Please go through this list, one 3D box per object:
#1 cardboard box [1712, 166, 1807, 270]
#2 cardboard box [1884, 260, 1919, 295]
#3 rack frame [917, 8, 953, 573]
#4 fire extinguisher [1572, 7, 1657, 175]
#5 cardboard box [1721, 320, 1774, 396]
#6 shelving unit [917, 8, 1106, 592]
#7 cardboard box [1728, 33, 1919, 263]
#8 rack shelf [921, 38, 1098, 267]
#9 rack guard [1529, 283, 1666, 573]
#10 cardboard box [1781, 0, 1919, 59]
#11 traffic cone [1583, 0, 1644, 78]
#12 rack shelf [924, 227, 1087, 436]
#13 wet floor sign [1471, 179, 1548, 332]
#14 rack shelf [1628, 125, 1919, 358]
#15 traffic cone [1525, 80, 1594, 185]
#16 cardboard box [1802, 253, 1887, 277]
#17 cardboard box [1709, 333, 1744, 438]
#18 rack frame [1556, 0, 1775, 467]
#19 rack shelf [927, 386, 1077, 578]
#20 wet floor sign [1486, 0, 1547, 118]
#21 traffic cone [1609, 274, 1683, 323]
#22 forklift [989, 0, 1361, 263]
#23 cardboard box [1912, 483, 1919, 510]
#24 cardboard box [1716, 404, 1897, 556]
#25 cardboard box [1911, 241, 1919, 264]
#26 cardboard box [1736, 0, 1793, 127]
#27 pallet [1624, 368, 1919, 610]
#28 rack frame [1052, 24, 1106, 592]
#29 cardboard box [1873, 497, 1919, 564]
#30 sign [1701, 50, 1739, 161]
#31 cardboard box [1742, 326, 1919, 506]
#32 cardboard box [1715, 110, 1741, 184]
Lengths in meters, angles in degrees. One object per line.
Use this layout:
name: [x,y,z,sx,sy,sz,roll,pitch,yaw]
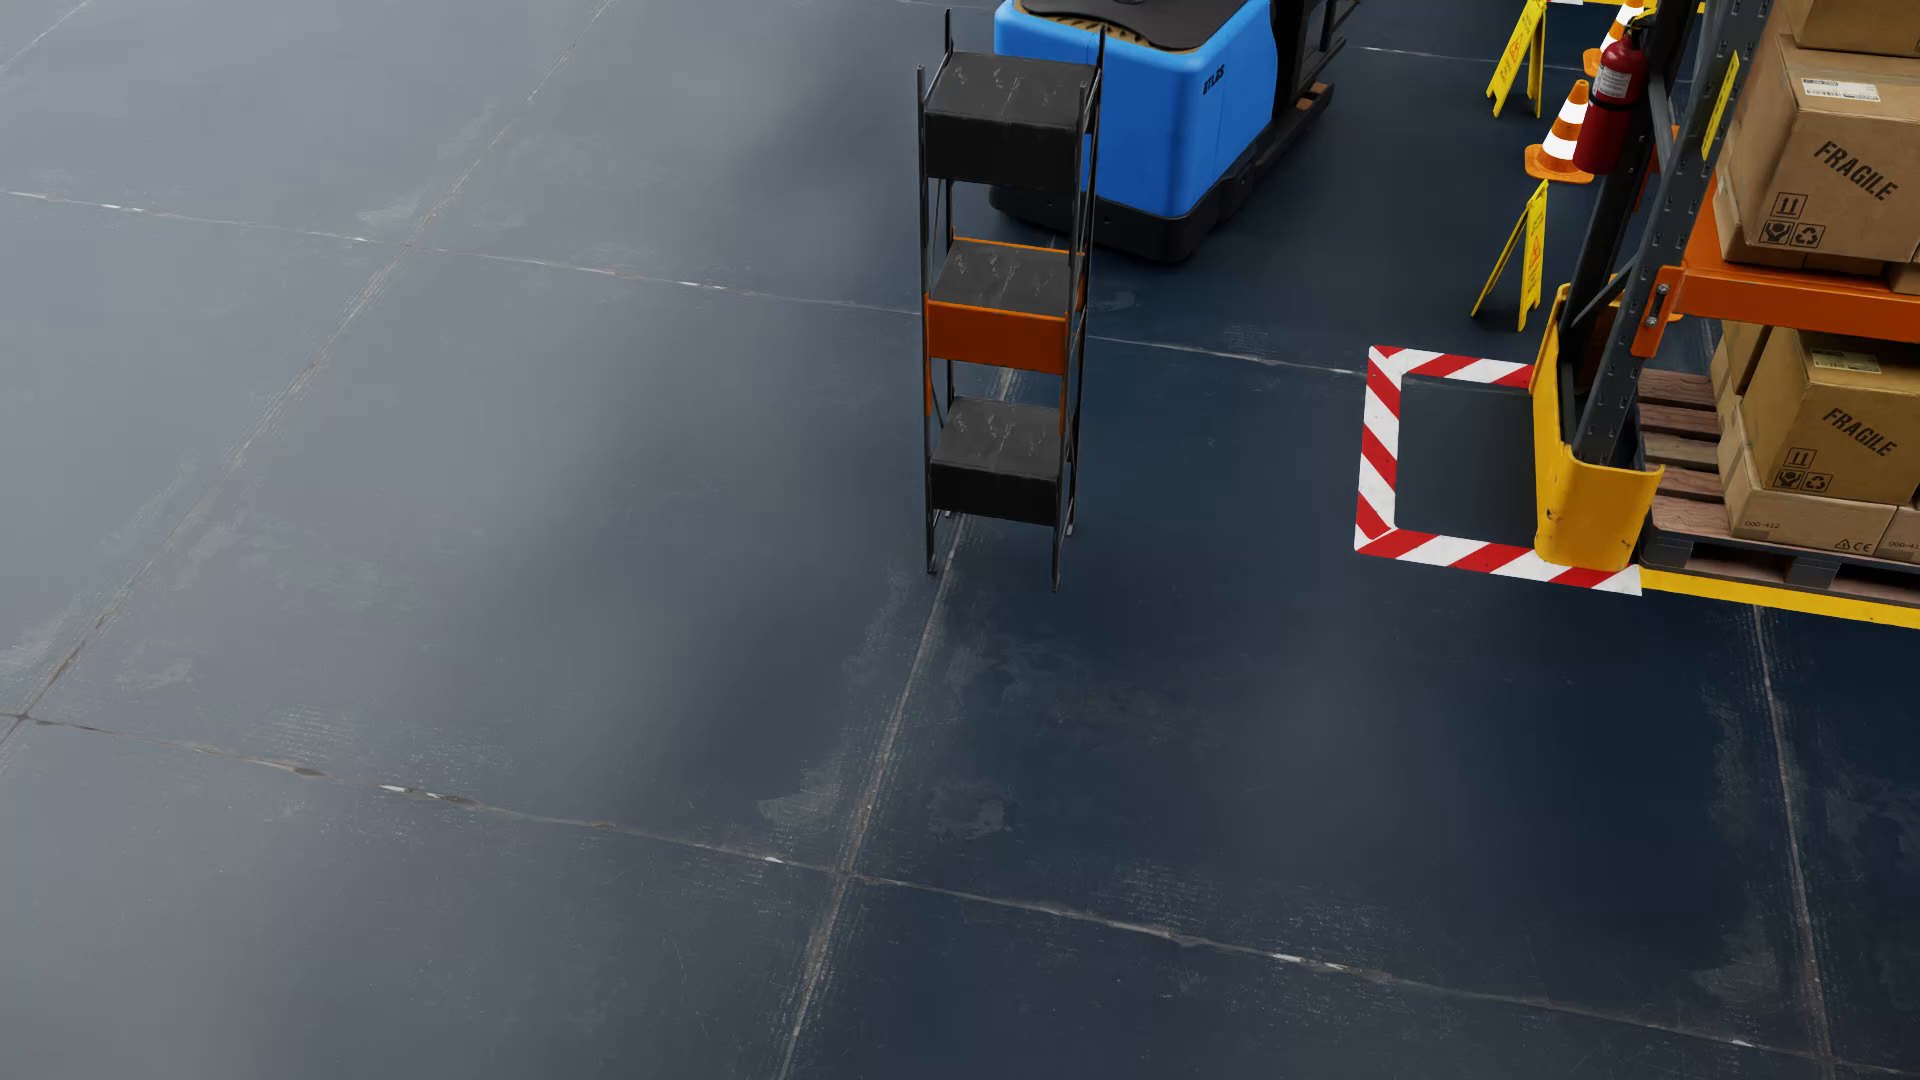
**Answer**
cardboard box: [2.725,-1.098,5.650,0.250,0.149,0.380,9,45,9]
cardboard box: [3.216,-0.975,5.521,0.250,0.149,0.380,8,44,8]
rack frame: [-0.077,-0.768,5.775,0.015,2.100,0.400,9,45,9]
fire extinguisher: [2.428,-1.682,6.131,0.183,0.674,0.296,9,45,9]
cardboard box: [3.278,-0.866,6.367,0.500,0.500,0.500,9,45,9]
shelving unit: [0.162,-0.731,5.737,0.503,2.100,0.431,9,45,9]
cardboard box: [2.841,-1.264,5.355,0.500,0.500,0.500,8,45,8]
rack shelf: [0.162,-1.226,5.261,0.480,0.518,0.431,9,45,9]
rack guard: [2.513,-0.468,6.617,0.348,0.500,1.175,9,45,9]
cardboard box: [2.985,-1.954,5.350,0.500,0.500,0.700,8,44,8]
traffic cone: [3.629,-2.790,9.056,0.334,0.463,0.336,9,45,9]
rack shelf: [0.162,-0.722,5.746,0.480,0.518,0.431,9,45,9]
wet floor sign: [2.487,-1.285,7.361,0.232,0.644,0.267,24,49,23]
rack shelf: [4.391,-0.818,5.697,4.000,0.370,1.077,9,45,9]
traffic cone: [3.051,-2.077,8.315,0.334,0.463,0.336,9,45,9]
cardboard box: [2.975,-1.070,5.620,0.250,0.149,0.380,9,45,10]
cardboard box: [3.310,-0.597,6.628,0.500,0.250,0.500,9,45,9]
rack frame: [2.439,-1.380,5.762,0.127,3.000,1.000,9,45,9]
rack shelf: [0.162,-0.217,6.231,0.480,0.518,0.431,9,45,9]
wet floor sign: [2.961,-2.562,8.687,0.232,0.644,0.267,2,44,2]
traffic cone: [3.140,-1.274,7.481,0.334,0.463,0.336,9,45,9]
forklift: [1.325,-3.350,7.858,1.130,2.935,3.031,22,48,22]
cardboard box: [3.700,-0.422,5.906,0.500,0.500,0.500,7,44,8]
cardboard box: [3.166,-0.232,6.248,0.500,0.250,0.500,8,45,9]
cardboard box: [3.347,-1.188,5.275,0.500,0.500,0.500,10,45,10]
cardboard box: [3.029,-1.628,5.732,0.500,0.500,0.500,8,44,8]
pallet: [3.298,-0.217,6.564,1.213,0.211,1.003,9,45,9]
rack frame: [0.400,-0.694,5.698,0.015,2.100,0.400,9,45,9]
cardboard box: [3.662,-0.149,6.163,0.500,0.250,0.500,10,45,11]
sign: [2.321,-1.325,5.080,0.005,0.325,0.100,9,45,9]
cardboard box: [3.189,-0.499,5.985,0.500,0.500,0.500,7,44,8]
cardboard box: [2.851,-1.378,5.941,0.250,0.149,0.380,10,45,10]
